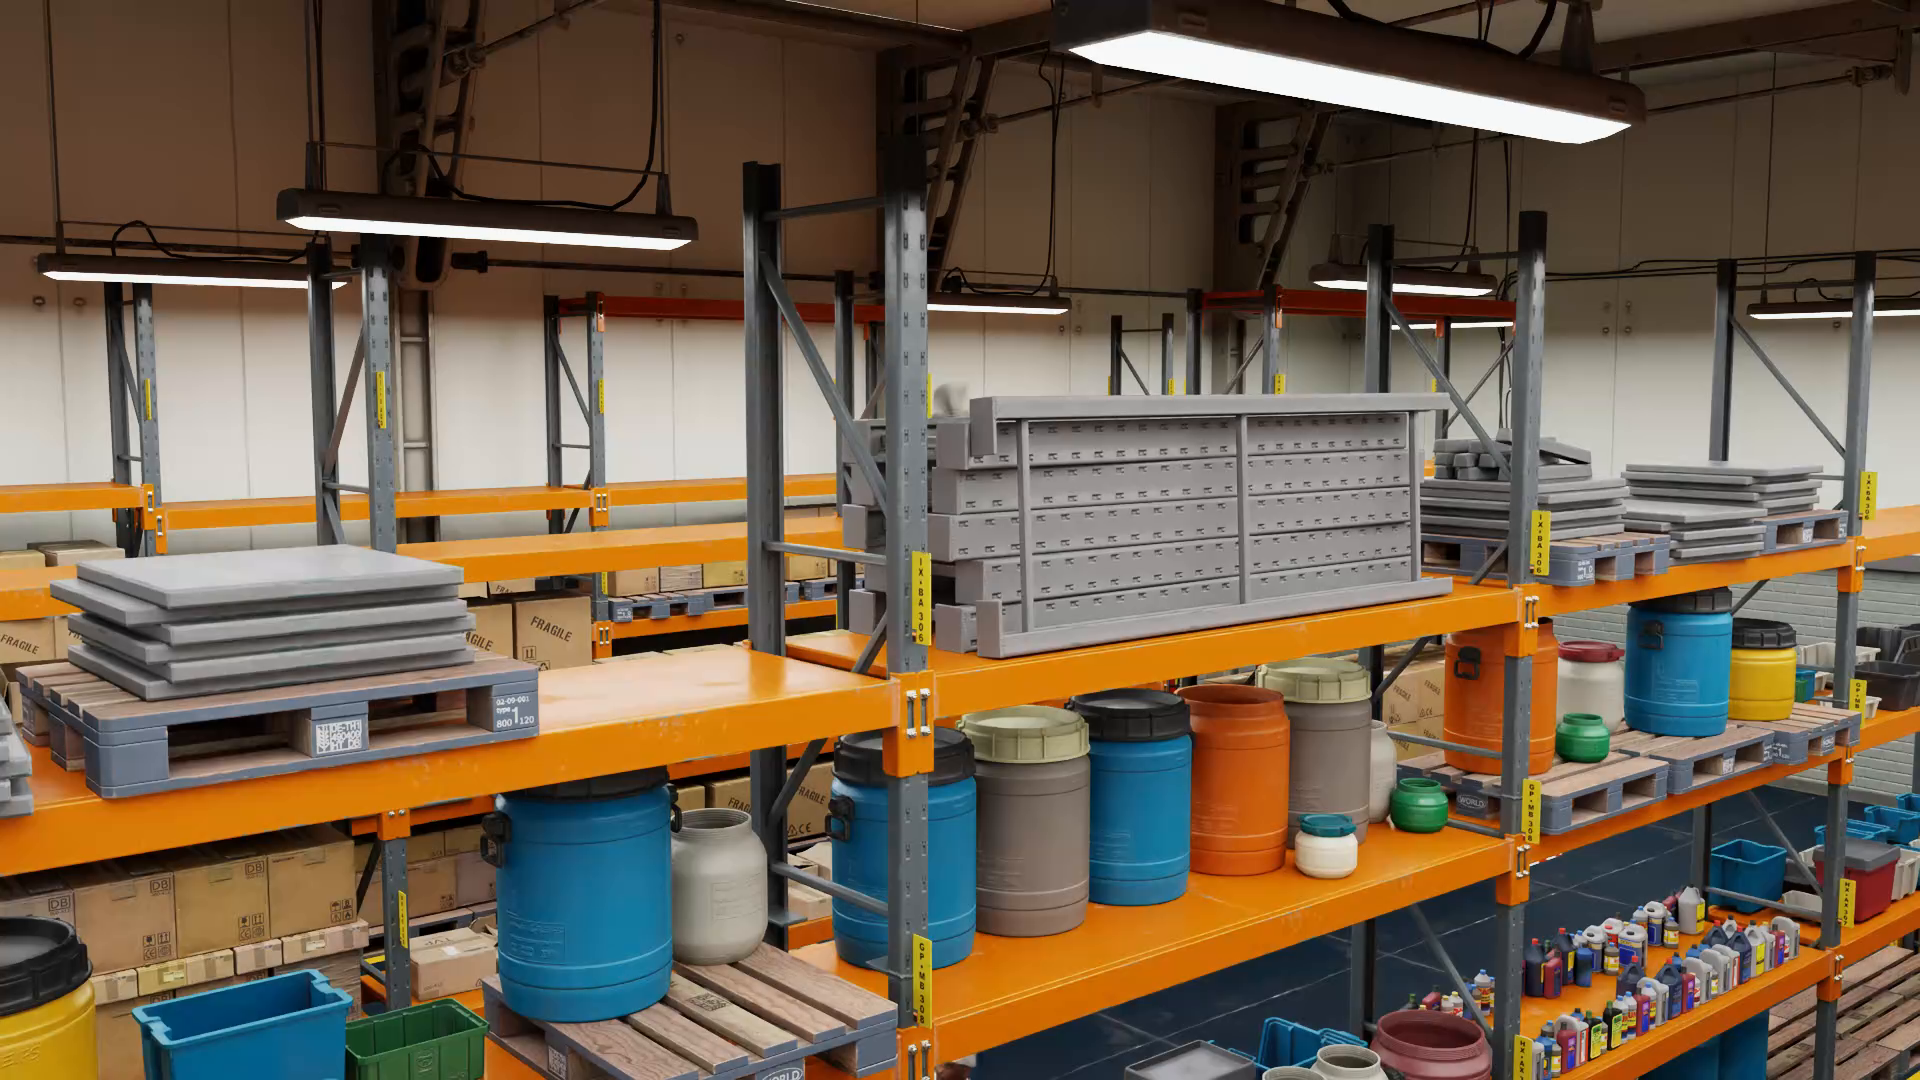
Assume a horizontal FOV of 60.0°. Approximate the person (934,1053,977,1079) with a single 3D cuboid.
[{"bbox_3d":[-0.018,3.448,8.820,0.738,1.721,0.609,-5,8,-45],"label":"person"}]
